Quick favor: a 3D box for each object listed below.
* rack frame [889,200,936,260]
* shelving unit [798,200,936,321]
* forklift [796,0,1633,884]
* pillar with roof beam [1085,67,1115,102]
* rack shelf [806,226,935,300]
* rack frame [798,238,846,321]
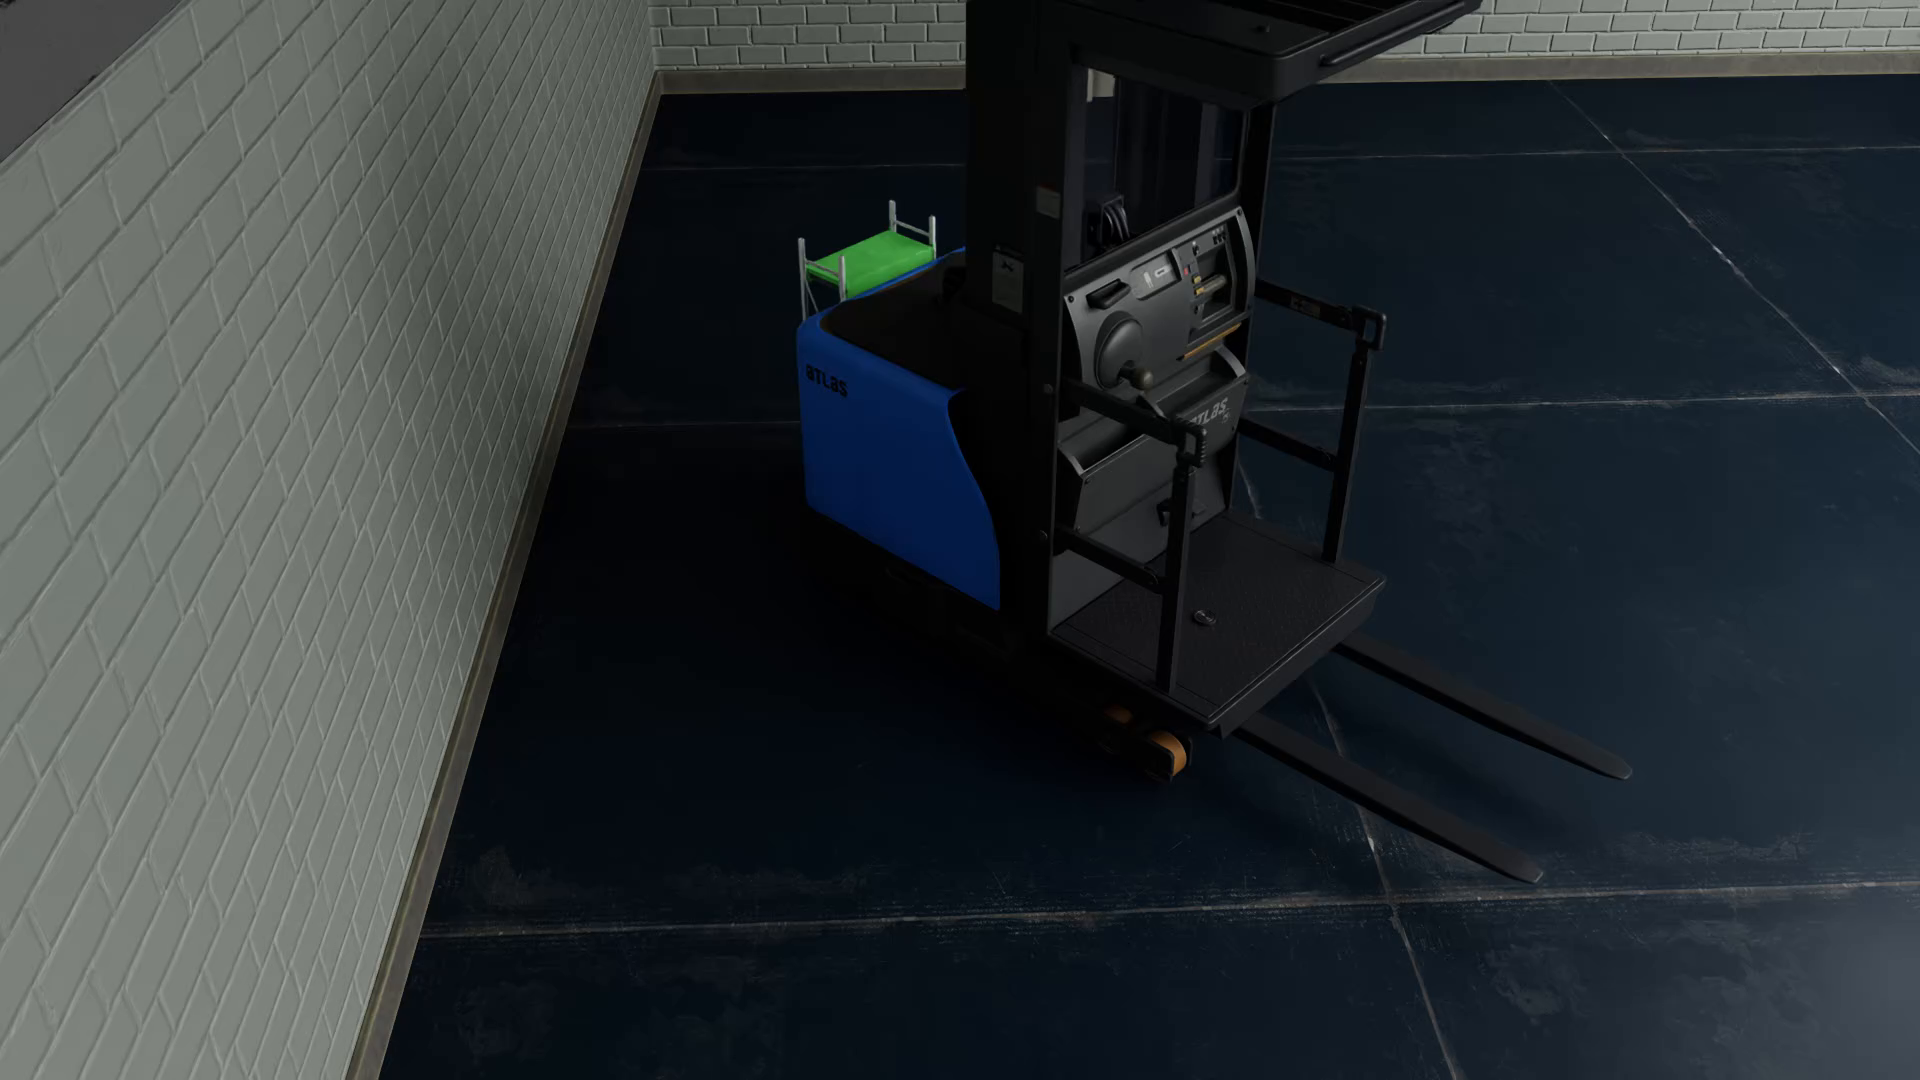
[{"bbox_3d":[-0.187,-0.805,6.857,0.240,1.200,0.015,28,43,34],"label":"rack frame"},{"bbox_3d":[-0.353,-0.703,6.710,0.258,1.200,0.503,28,43,34],"label":"shelving unit"},{"bbox_3d":[0.810,-0.736,5.238,3.031,2.935,1.130,28,43,34],"label":"forklift"},{"bbox_3d":[1.199,-4.220,4.940,0.400,9.000,9.100,-2,35,-2],"label":"pillar with roof beam"},{"bbox_3d":[-0.354,-1.046,6.474,0.258,0.148,0.480,28,43,34],"label":"rack shelf"},{"bbox_3d":[-0.519,-0.601,6.564,0.240,1.200,0.015,28,43,34],"label":"rack frame"}]
